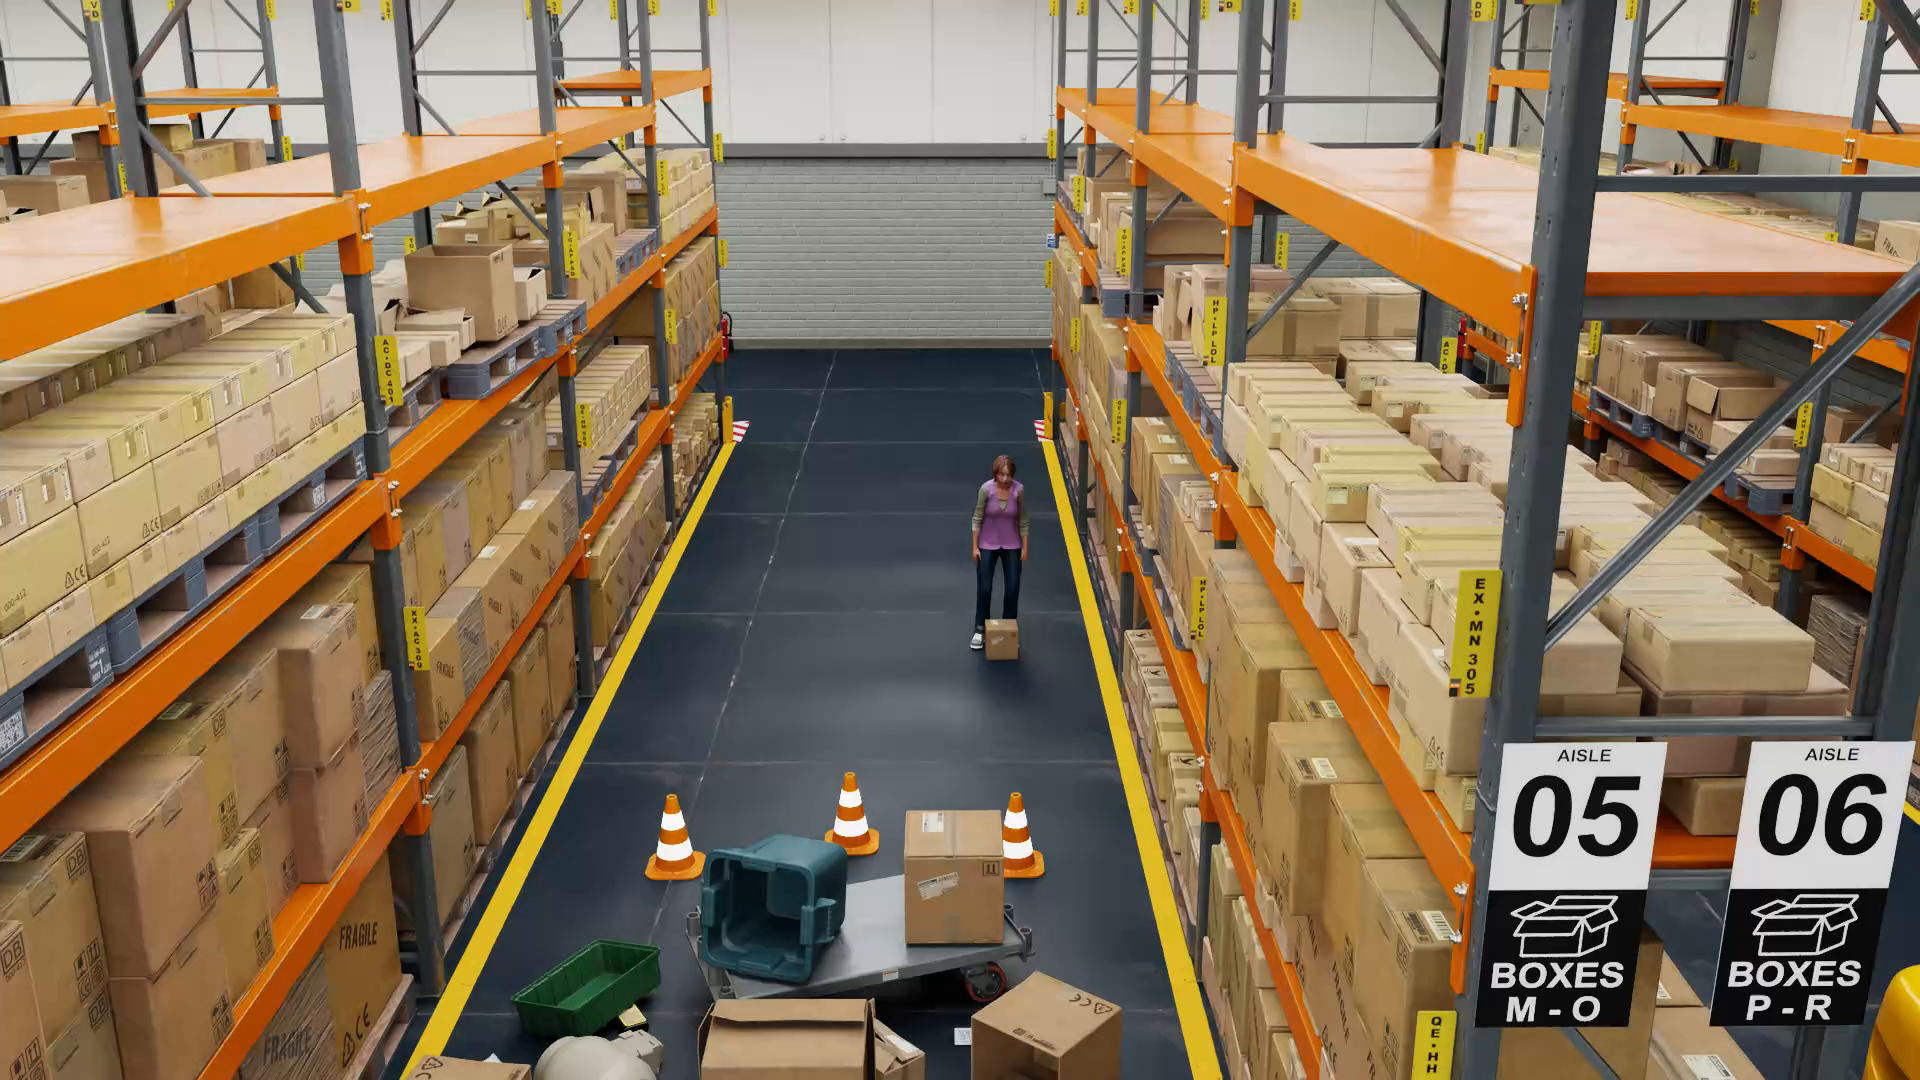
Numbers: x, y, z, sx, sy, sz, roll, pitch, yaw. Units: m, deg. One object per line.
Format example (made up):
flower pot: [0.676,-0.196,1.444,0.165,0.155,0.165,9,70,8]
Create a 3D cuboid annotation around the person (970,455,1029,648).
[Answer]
person: [0.317,0.083,13.306,0.476,1.591,0.346,-1,17,-4]
